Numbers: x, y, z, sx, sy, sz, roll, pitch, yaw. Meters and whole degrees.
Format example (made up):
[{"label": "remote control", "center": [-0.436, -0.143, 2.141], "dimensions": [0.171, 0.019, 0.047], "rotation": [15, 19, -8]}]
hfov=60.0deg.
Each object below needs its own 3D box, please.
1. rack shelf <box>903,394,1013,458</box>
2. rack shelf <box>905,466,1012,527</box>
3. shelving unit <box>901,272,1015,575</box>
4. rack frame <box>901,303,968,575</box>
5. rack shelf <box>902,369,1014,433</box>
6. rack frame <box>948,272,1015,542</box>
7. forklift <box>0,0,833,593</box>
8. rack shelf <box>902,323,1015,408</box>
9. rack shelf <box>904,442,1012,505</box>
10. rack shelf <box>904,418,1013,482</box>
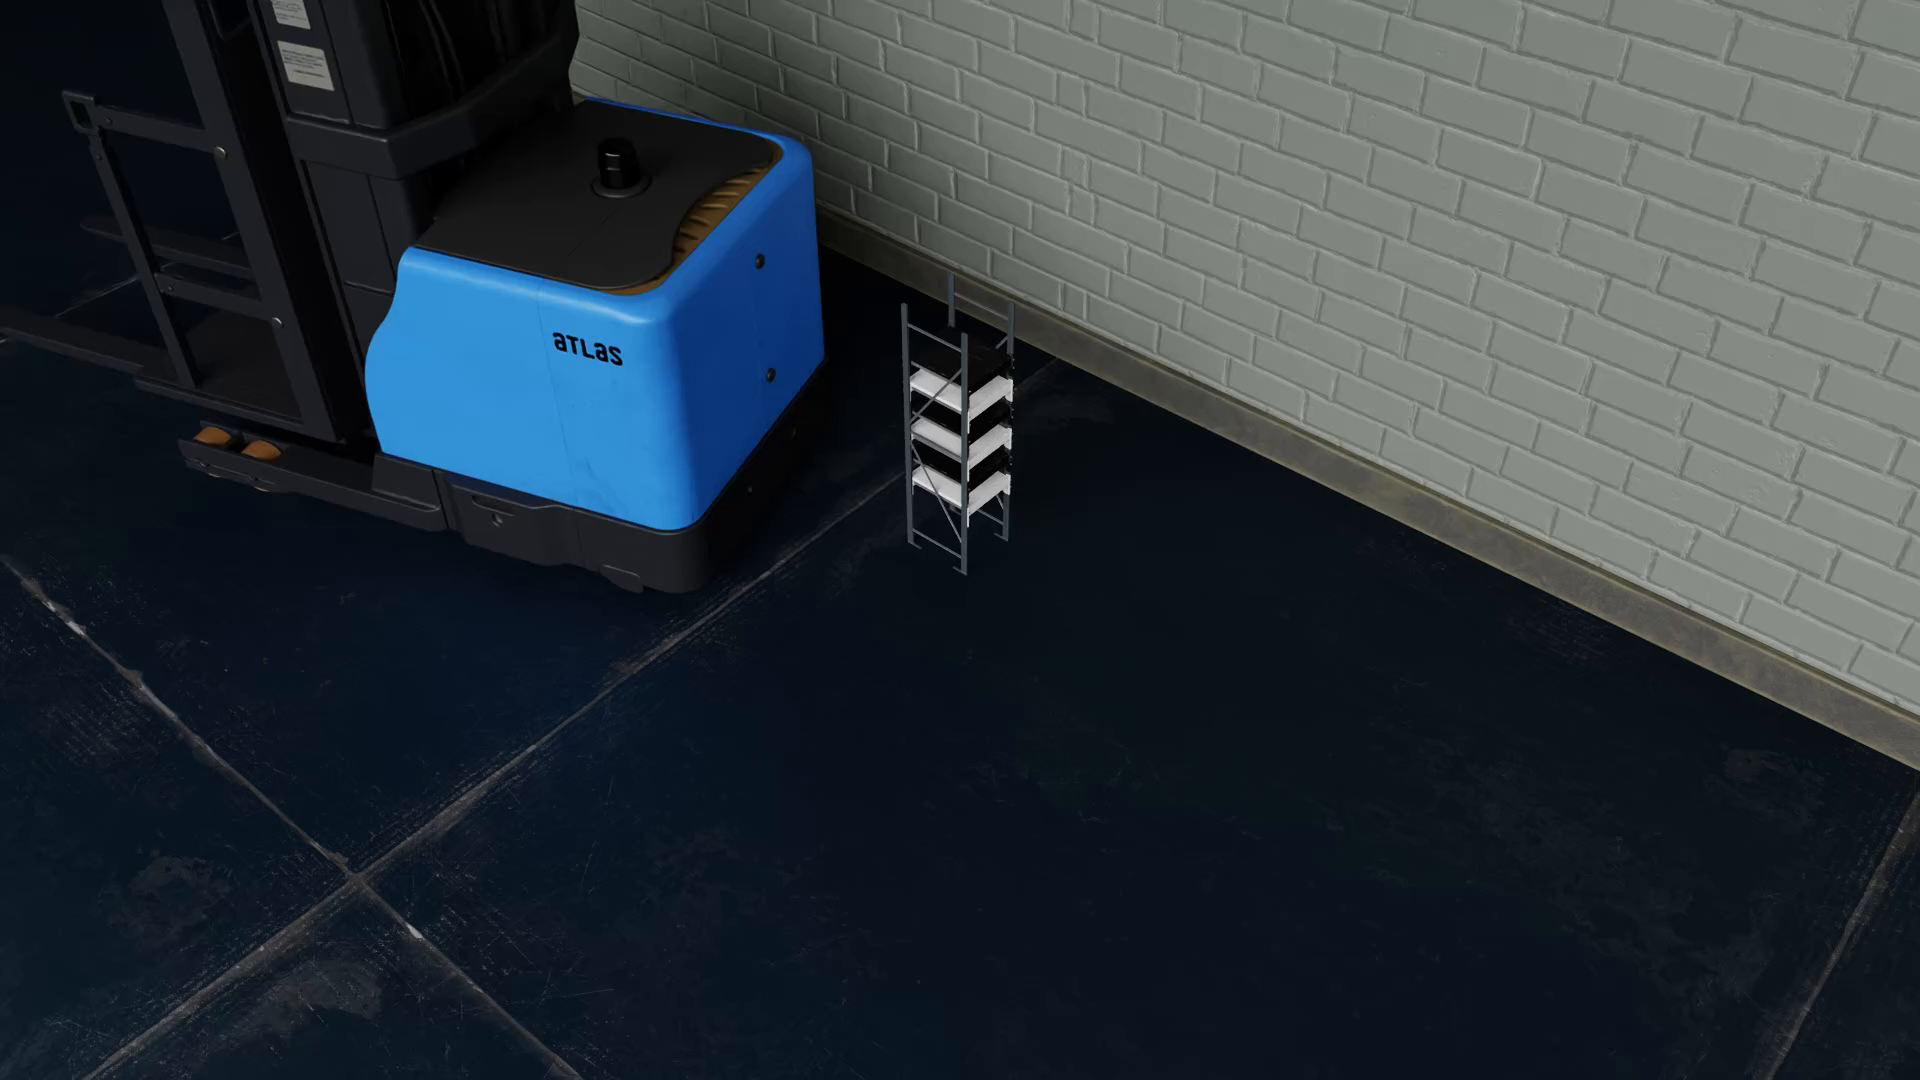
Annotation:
[{"label": "rack shelf", "center": [-0.005, -0.371, 4.905], "dimensions": [0.258, 0.077, 0.200], "rotation": [29, 50, 28]}, {"label": "rack shelf", "center": [-0.005, -0.171, 5.086], "dimensions": [0.258, 0.077, 0.200], "rotation": [29, 50, 28]}, {"label": "shelving unit", "center": [-0.005, -0.329, 4.943], "dimensions": [0.258, 0.900, 0.210], "rotation": [29, 50, 28]}, {"label": "rack frame", "center": [-0.071, -0.276, 4.885], "dimensions": [0.240, 0.900, 0.006], "rotation": [29, 50, 28]}, {"label": "rack shelf", "center": [-0.005, -0.437, 4.844], "dimensions": [0.258, 0.077, 0.200], "rotation": [29, 50, 28]}, {"label": "rack frame", "center": [0.060, -0.381, 5.000], "dimensions": [0.240, 0.900, 0.006], "rotation": [29, 50, 28]}, {"label": "forklift", "center": [-1.997, -1.555, 4.782], "dimensions": [3.031, 2.935, 1.130], "rotation": [15, 44, 16]}, {"label": "rack shelf", "center": [-0.005, -0.504, 4.783], "dimensions": [0.258, 0.077, 0.200], "rotation": [29, 50, 28]}, {"label": "rack shelf", "center": [-0.005, -0.238, 5.026], "dimensions": [0.258, 0.077, 0.200], "rotation": [29, 50, 28]}, {"label": "rack shelf", "center": [-0.005, -0.304, 4.965], "dimensions": [0.258, 0.077, 0.200], "rotation": [29, 50, 28]}]
